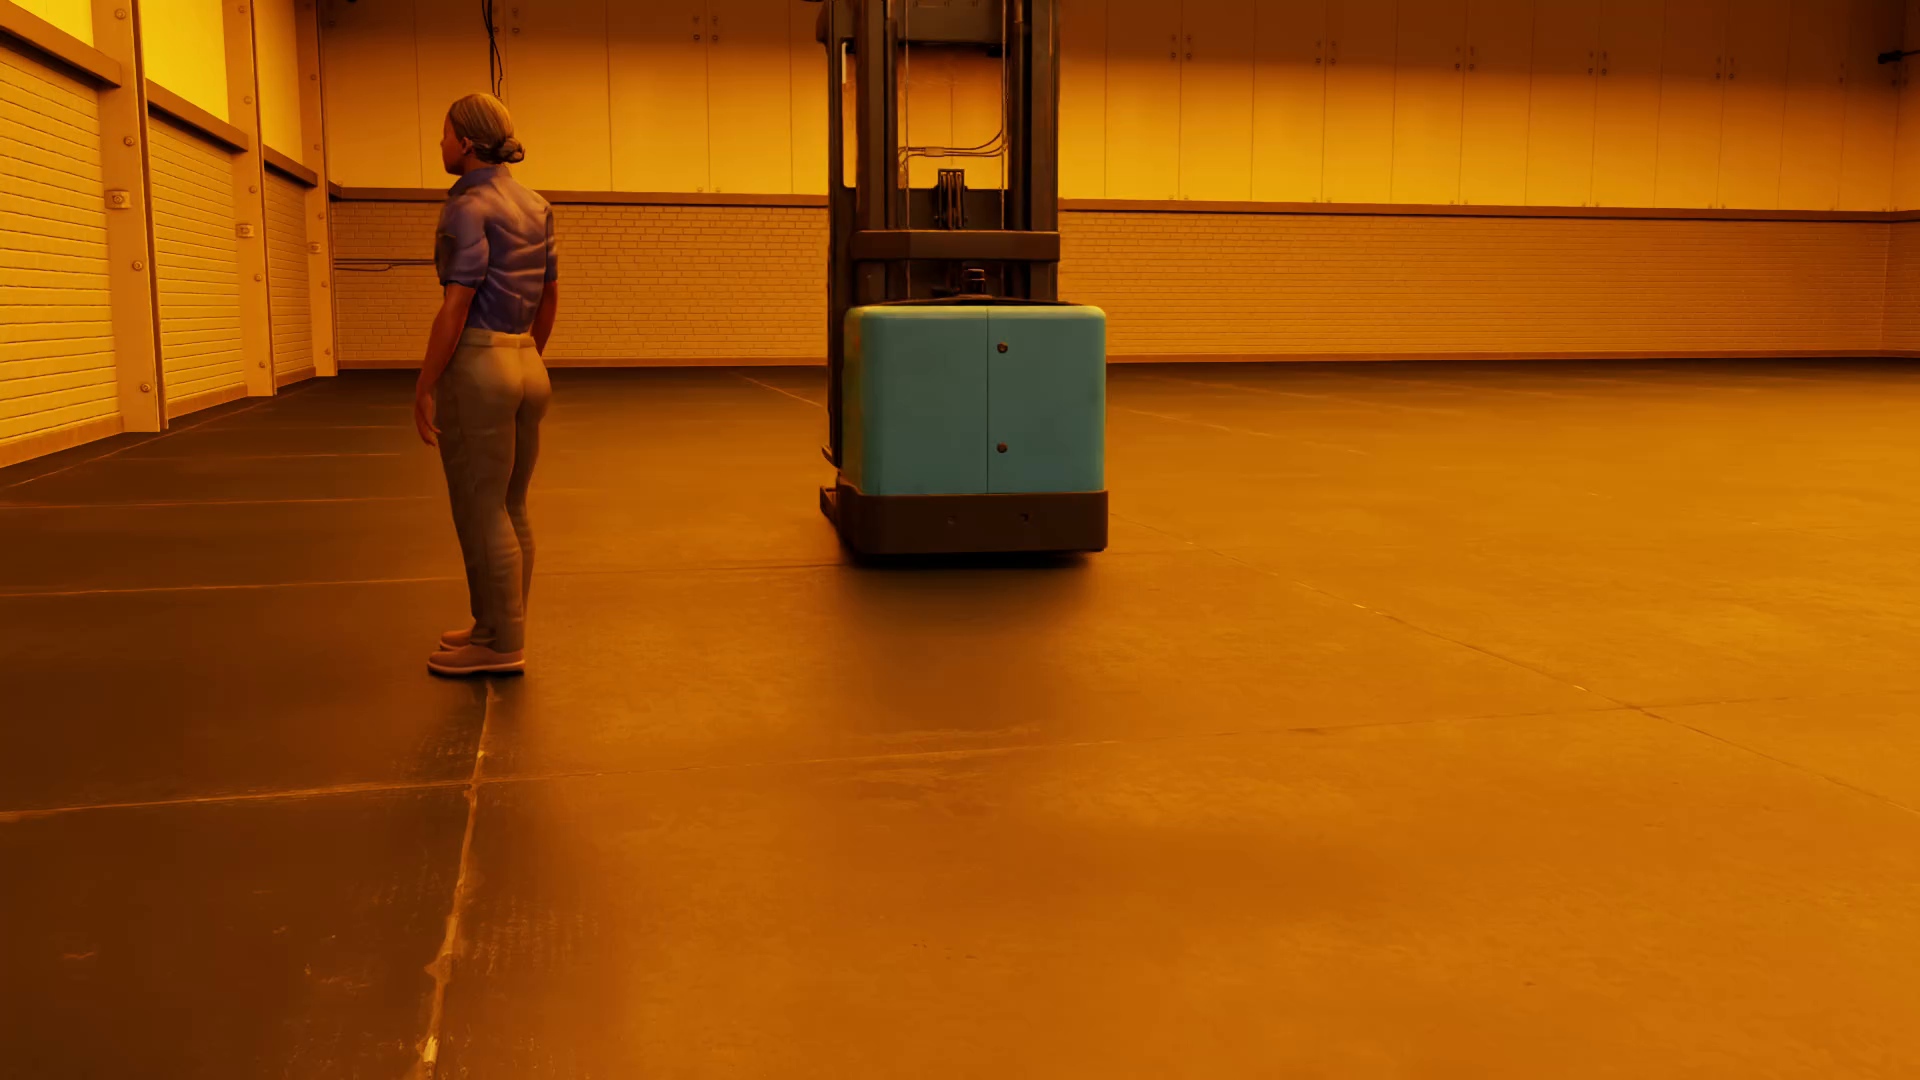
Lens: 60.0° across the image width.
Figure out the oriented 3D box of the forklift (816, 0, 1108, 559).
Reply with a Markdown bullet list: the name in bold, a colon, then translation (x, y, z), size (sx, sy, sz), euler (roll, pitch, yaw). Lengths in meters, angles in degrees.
- **forklift**: translation (-0.116, -1.538, 8.124), size (1.130, 2.935, 3.031), euler (-1, 8, -9)

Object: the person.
- **person**: translation (-1.445, -0.431, 4.841), size (0.500, 1.647, 0.564), euler (2, 8, 16)
